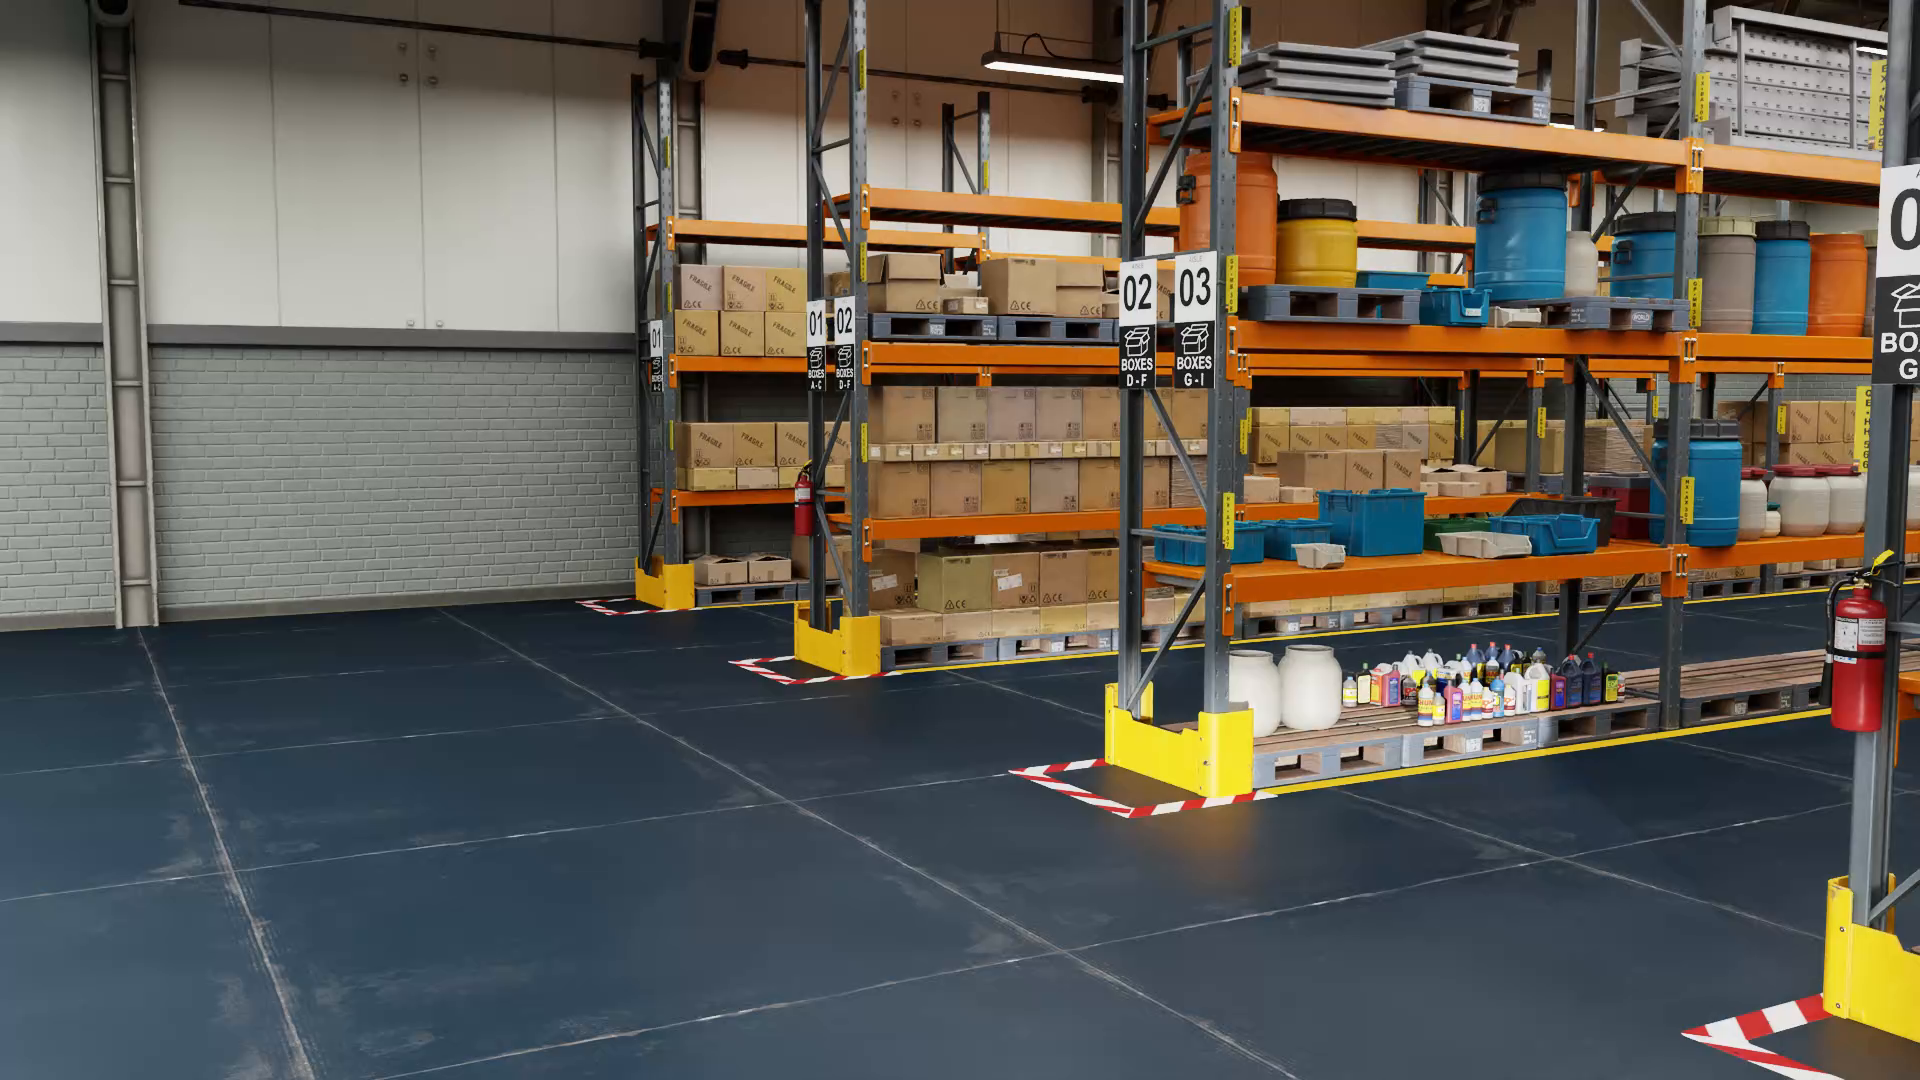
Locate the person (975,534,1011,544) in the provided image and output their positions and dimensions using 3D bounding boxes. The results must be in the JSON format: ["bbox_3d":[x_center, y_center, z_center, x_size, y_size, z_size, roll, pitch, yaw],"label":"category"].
[{"bbox_3d":[0.339,-0.139,18.656,0.532,1.789,0.541,-3,6,-29],"label":"person"}]
